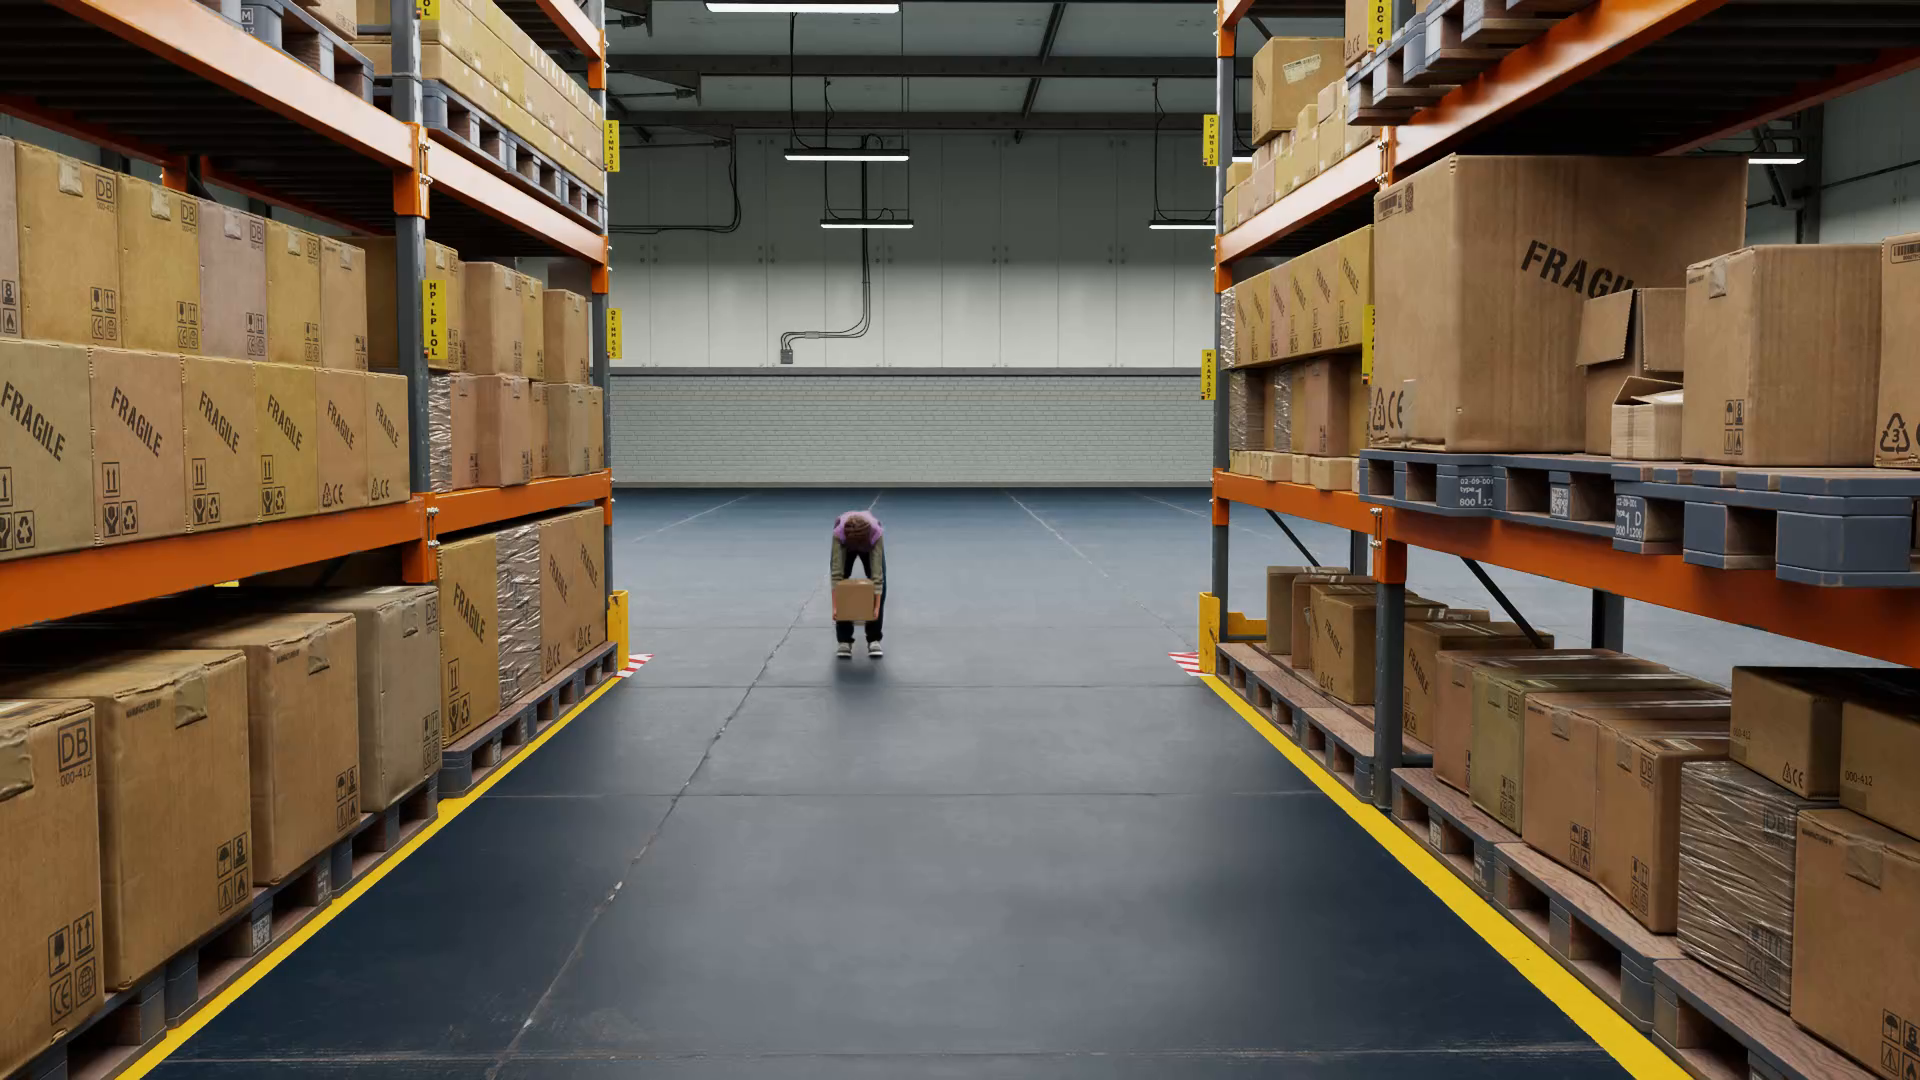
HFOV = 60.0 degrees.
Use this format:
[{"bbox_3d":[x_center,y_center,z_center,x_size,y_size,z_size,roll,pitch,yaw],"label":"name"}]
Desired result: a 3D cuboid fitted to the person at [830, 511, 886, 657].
[{"bbox_3d":[-0.698,0.315,11.426,0.389,1.012,0.868,0,4,-3],"label":"person"}]
